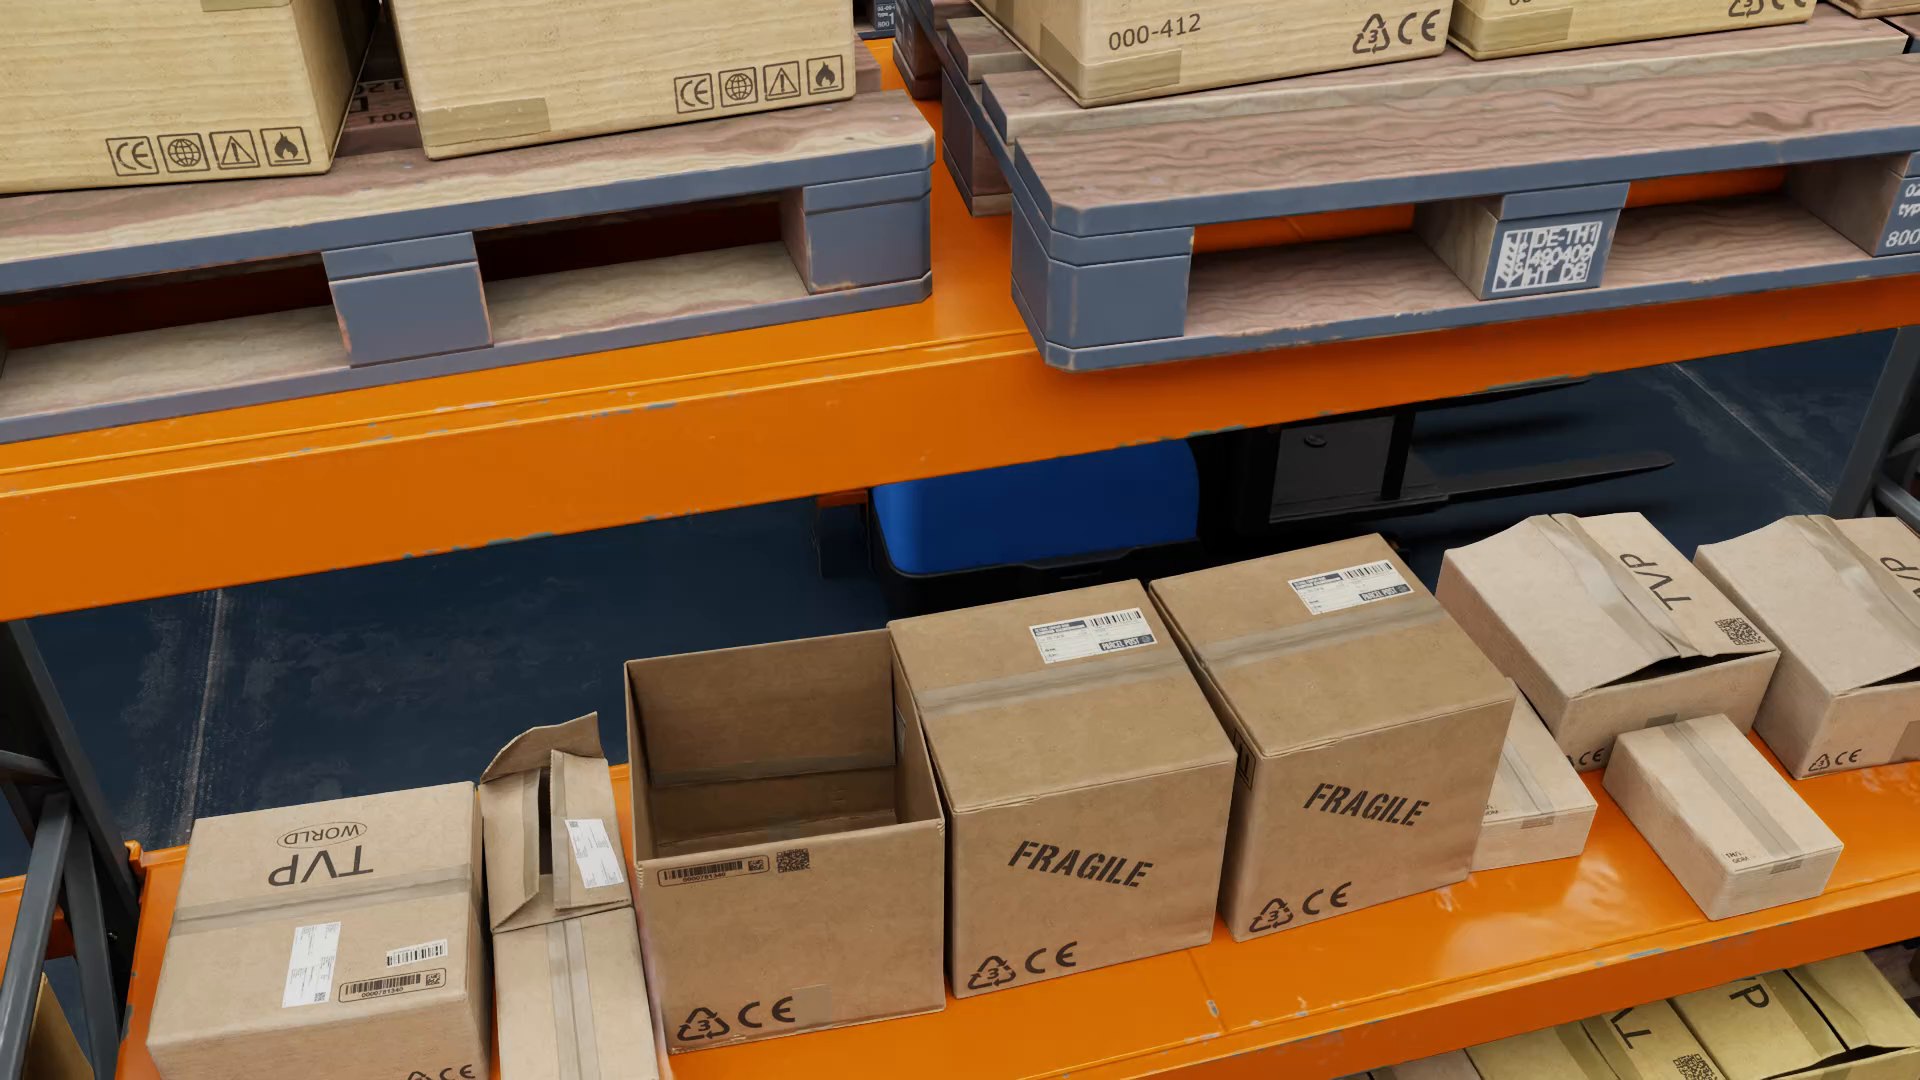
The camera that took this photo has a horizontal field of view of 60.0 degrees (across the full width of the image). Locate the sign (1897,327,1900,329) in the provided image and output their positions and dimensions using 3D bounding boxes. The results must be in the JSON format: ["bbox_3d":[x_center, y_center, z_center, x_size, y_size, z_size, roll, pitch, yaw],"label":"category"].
[{"bbox_3d":[2.141,-0.611,3.692,0.005,0.325,0.100,-9,38,-12],"label":"sign"}]

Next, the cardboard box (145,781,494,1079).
[{"bbox_3d":[-1.107,0.724,2.958,0.500,0.250,0.500,-7,38,-9],"label":"cardboard box"}]

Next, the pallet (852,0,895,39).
[{"bbox_3d":[-0.904,-2.357,7.020,1.213,0.211,1.003,-9,38,-12],"label":"pallet"}]

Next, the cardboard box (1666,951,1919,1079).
[{"bbox_3d":[1.850,1.064,3.846,0.500,0.311,0.500,-8,38,-11],"label":"cardboard box"}]

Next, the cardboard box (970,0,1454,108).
[{"bbox_3d":[0.291,-0.797,2.133,0.500,0.250,0.500,-12,39,-16],"label":"cardboard box"}]

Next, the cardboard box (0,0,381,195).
[{"bbox_3d":[-0.973,-0.623,1.904,0.500,0.250,0.500,-6,38,-7],"label":"cardboard box"}]

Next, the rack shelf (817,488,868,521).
[{"bbox_3d":[-0.441,-0.194,5.984,0.180,0.103,0.258,-8,38,-10],"label":"rack shelf"}]

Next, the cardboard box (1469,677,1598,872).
[{"bbox_3d":[1.075,0.469,3.374,0.250,0.149,0.380,-7,38,-9],"label":"cardboard box"}]

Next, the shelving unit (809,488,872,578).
[{"bbox_3d":[-0.441,-0.420,5.811,0.189,1.200,0.258,-8,38,-10],"label":"shelving unit"}]

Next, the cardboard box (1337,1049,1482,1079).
[{"bbox_3d":[0.862,1.229,3.631,0.500,0.311,0.500,-10,38,-12],"label":"cardboard box"}]

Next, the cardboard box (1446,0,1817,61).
[{"bbox_3d":[0.811,-0.882,2.243,0.500,0.250,0.500,-10,39,-13],"label":"cardboard box"}]

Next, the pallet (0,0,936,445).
[{"bbox_3d":[-0.722,-0.495,2.116,1.217,0.209,0.805,-11,39,-14],"label":"pallet"}]

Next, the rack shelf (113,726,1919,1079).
[{"bbox_3d":[0.360,0.737,3.410,4.000,0.370,1.077,-9,38,-12],"label":"rack shelf"}]

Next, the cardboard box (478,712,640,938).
[{"bbox_3d":[-0.770,0.574,3.141,0.258,0.266,0.396,-10,39,-13],"label":"cardboard box"}]

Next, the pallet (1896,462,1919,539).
[{"bbox_3d":[2.927,0.062,3.858,1.003,0.211,1.213,-9,38,-12],"label":"pallet"}]

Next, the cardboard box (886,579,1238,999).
[{"bbox_3d":[0.167,0.453,3.106,0.500,0.500,0.500,-9,38,-12],"label":"cardboard box"}]

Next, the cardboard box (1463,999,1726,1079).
[{"bbox_3d":[1.350,1.151,3.733,0.500,0.311,0.500,-10,39,-13],"label":"cardboard box"}]

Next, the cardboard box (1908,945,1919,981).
[{"bbox_3d":[2.805,1.048,4.106,0.500,0.500,0.500,-8,38,-10],"label":"cardboard box"}]

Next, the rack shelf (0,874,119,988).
[{"bbox_3d":[-3.501,1.371,2.582,4.000,0.370,1.077,-9,38,-12],"label":"rack shelf"}]

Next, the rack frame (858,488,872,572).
[{"bbox_3d":[-0.352,-0.432,5.827,0.006,1.200,0.240,-8,38,-10],"label":"rack frame"}]

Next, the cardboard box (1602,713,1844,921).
[{"bbox_3d":[1.495,0.539,3.284,0.250,0.149,0.380,-9,38,-12],"label":"cardboard box"}]

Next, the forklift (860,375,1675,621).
[{"bbox_3d":[1.148,-1.285,5.518,3.031,2.935,1.130,-8,38,-10],"label":"forklift"}]

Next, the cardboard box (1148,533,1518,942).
[{"bbox_3d":[0.676,0.370,3.215,0.500,0.500,0.500,-11,39,-14],"label":"cardboard box"}]

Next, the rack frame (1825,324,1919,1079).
[{"bbox_3d":[2.291,0.134,3.605,0.127,3.000,1.000,-9,38,-12],"label":"rack frame"}]

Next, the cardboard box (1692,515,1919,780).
[{"bbox_3d":[1.929,0.202,3.591,0.500,0.311,0.500,-7,38,-9],"label":"cardboard box"}]

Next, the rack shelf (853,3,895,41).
[{"bbox_3d":[-0.935,-2.168,7.208,4.000,0.370,1.077,-9,38,-12],"label":"rack shelf"}]

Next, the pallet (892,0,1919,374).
[{"bbox_3d":[0.580,-0.643,2.308,1.213,0.211,1.003,-8,38,-10],"label":"pallet"}]

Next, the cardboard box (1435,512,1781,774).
[{"bbox_3d":[1.377,0.198,3.596,0.500,0.311,0.500,-10,38,-12],"label":"cardboard box"}]

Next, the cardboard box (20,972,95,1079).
[{"bbox_3d":[-2.100,1.285,3.401,0.500,0.500,0.500,-9,38,-12],"label":"cardboard box"}]

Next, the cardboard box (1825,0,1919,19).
[{"bbox_3d":[1.367,-0.966,2.353,0.500,0.250,0.500,-8,38,-11],"label":"cardboard box"}]

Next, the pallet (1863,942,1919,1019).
[{"bbox_3d":[3.022,1.146,4.578,1.213,0.211,1.003,-9,38,-12],"label":"pallet"}]

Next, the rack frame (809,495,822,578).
[{"bbox_3d":[-0.530,-0.408,5.796,0.006,1.200,0.240,-8,38,-10],"label":"rack frame"}]

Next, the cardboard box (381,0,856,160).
[{"bbox_3d":[-0.444,-0.711,2.020,0.500,0.250,0.500,-13,39,-16],"label":"cardboard box"}]

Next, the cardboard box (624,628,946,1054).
[{"bbox_3d":[-0.316,0.533,3.002,0.500,0.500,0.500,-7,38,-9],"label":"cardboard box"}]

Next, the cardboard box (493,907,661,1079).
[{"bbox_3d":[-0.662,0.847,2.880,0.250,0.149,0.380,-9,38,-12],"label":"cardboard box"}]
